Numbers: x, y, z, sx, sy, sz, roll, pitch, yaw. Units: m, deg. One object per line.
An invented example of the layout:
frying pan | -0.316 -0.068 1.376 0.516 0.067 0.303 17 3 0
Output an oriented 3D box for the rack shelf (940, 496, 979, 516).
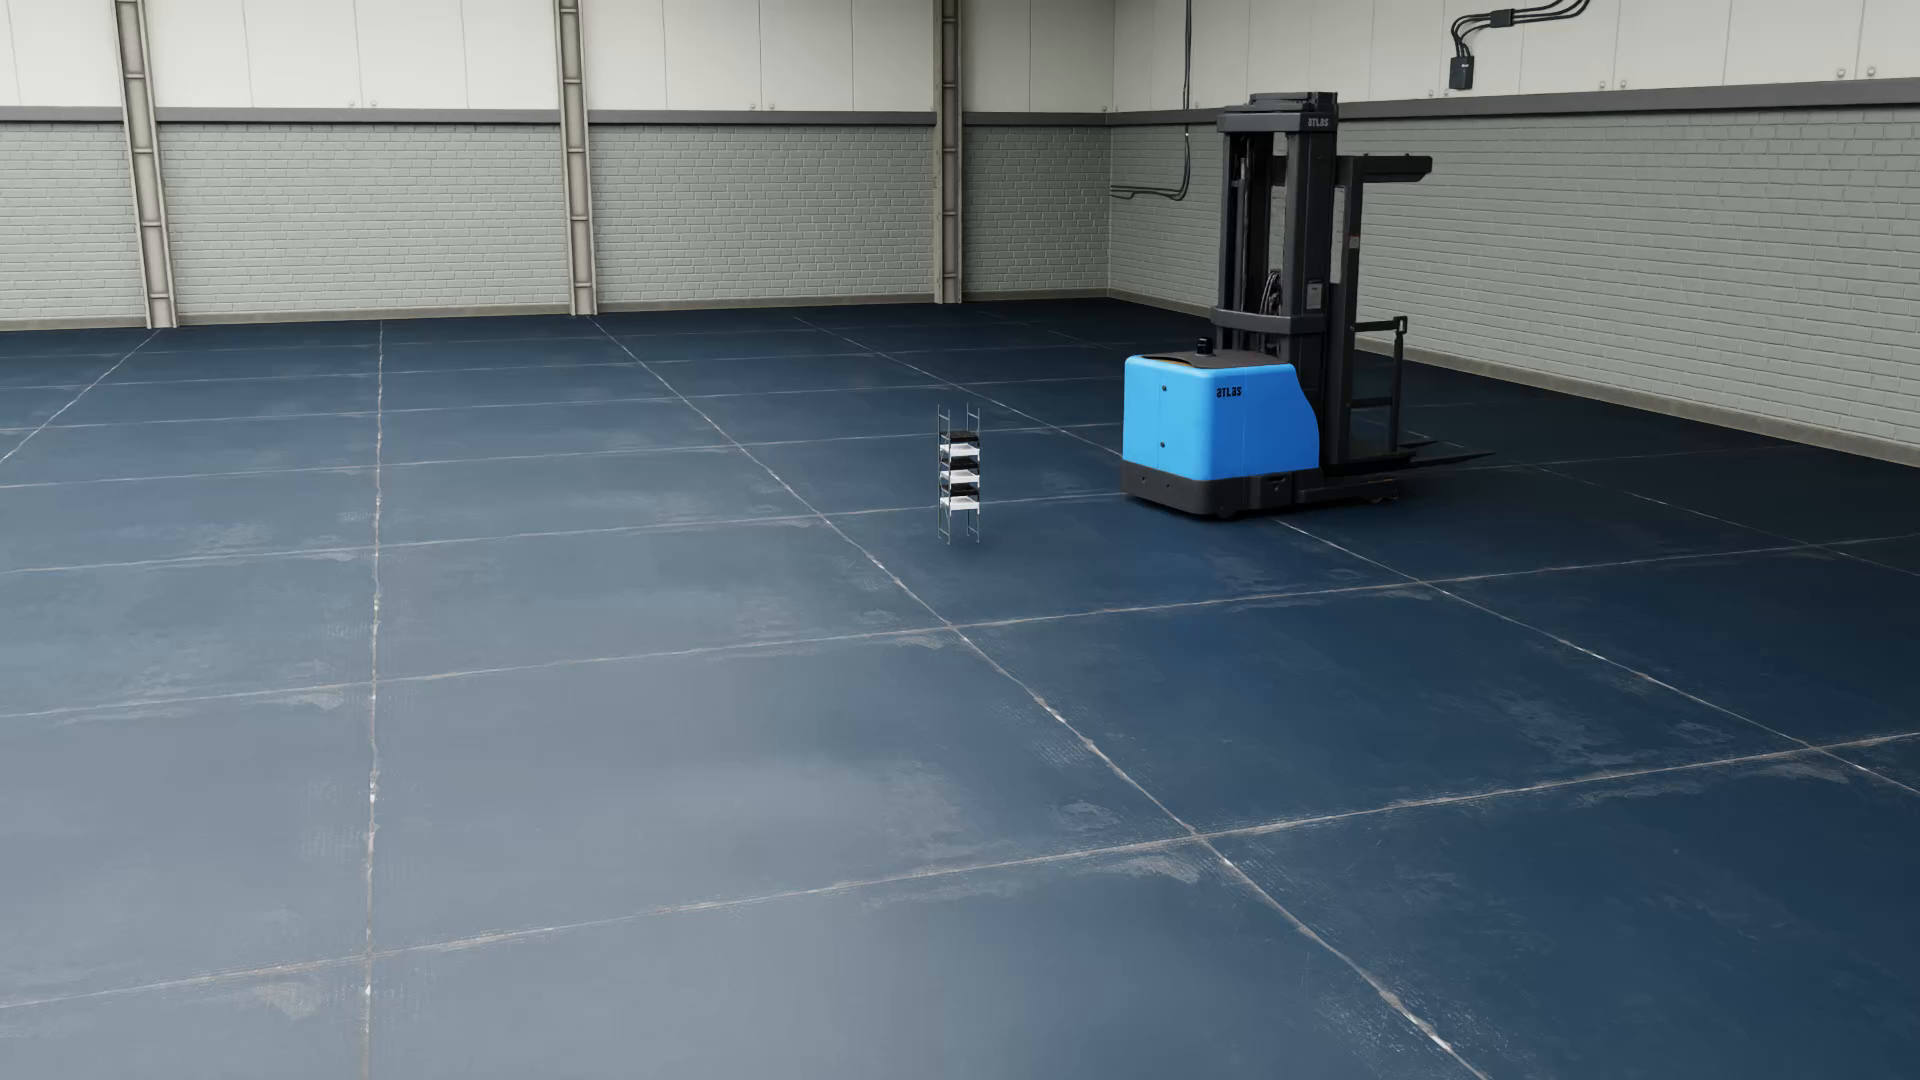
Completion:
rack shelf | -0.008 -0.230 11.086 0.200 0.077 0.258 -4 14 -18

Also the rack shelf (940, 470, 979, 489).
rack shelf | -0.008 -0.405 11.044 0.200 0.077 0.258 -4 14 -18

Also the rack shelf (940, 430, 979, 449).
rack shelf | -0.008 -0.667 10.981 0.200 0.077 0.258 -4 14 -18

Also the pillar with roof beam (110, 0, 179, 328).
pillar with roof beam | -10.203 -6.531 19.153 0.400 9.000 9.100 -4 14 -18

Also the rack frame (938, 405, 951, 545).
rack frame | -0.104 -0.430 11.005 0.006 0.900 0.240 -4 14 -18

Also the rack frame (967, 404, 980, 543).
rack frame | 0.089 -0.445 11.068 0.006 0.900 0.240 -4 14 -18

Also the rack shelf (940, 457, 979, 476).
rack shelf | -0.008 -0.492 11.023 0.200 0.077 0.258 -4 14 -18

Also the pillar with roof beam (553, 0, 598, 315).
pillar with roof beam | -4.517 -6.974 21.015 0.400 9.000 9.100 -4 14 -18

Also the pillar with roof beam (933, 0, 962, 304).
pillar with roof beam | 1.170 -7.417 22.876 0.400 9.000 9.100 -4 14 -18

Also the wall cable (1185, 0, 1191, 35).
wall cable | 3.874 -8.641 23.821 0.112 2.526 3.097 -4 14 -18

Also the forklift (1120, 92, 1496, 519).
forklift | 2.735 -1.798 12.367 3.031 2.935 1.130 -7 15 -28

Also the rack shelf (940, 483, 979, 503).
rack shelf | -0.008 -0.317 11.065 0.200 0.077 0.258 -4 14 -18

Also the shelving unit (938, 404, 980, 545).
shelving unit | -0.008 -0.437 11.036 0.210 0.900 0.258 -4 14 -18

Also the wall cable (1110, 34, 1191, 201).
wall cable | 3.011 -6.777 26.900 0.112 2.526 3.097 -4 14 -18

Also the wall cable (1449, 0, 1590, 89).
wall cable | 6.024 -7.859 17.389 0.169 6.003 2.305 -4 14 -18

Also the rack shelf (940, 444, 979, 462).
rack shelf | -0.008 -0.580 11.002 0.200 0.077 0.258 -4 14 -18
